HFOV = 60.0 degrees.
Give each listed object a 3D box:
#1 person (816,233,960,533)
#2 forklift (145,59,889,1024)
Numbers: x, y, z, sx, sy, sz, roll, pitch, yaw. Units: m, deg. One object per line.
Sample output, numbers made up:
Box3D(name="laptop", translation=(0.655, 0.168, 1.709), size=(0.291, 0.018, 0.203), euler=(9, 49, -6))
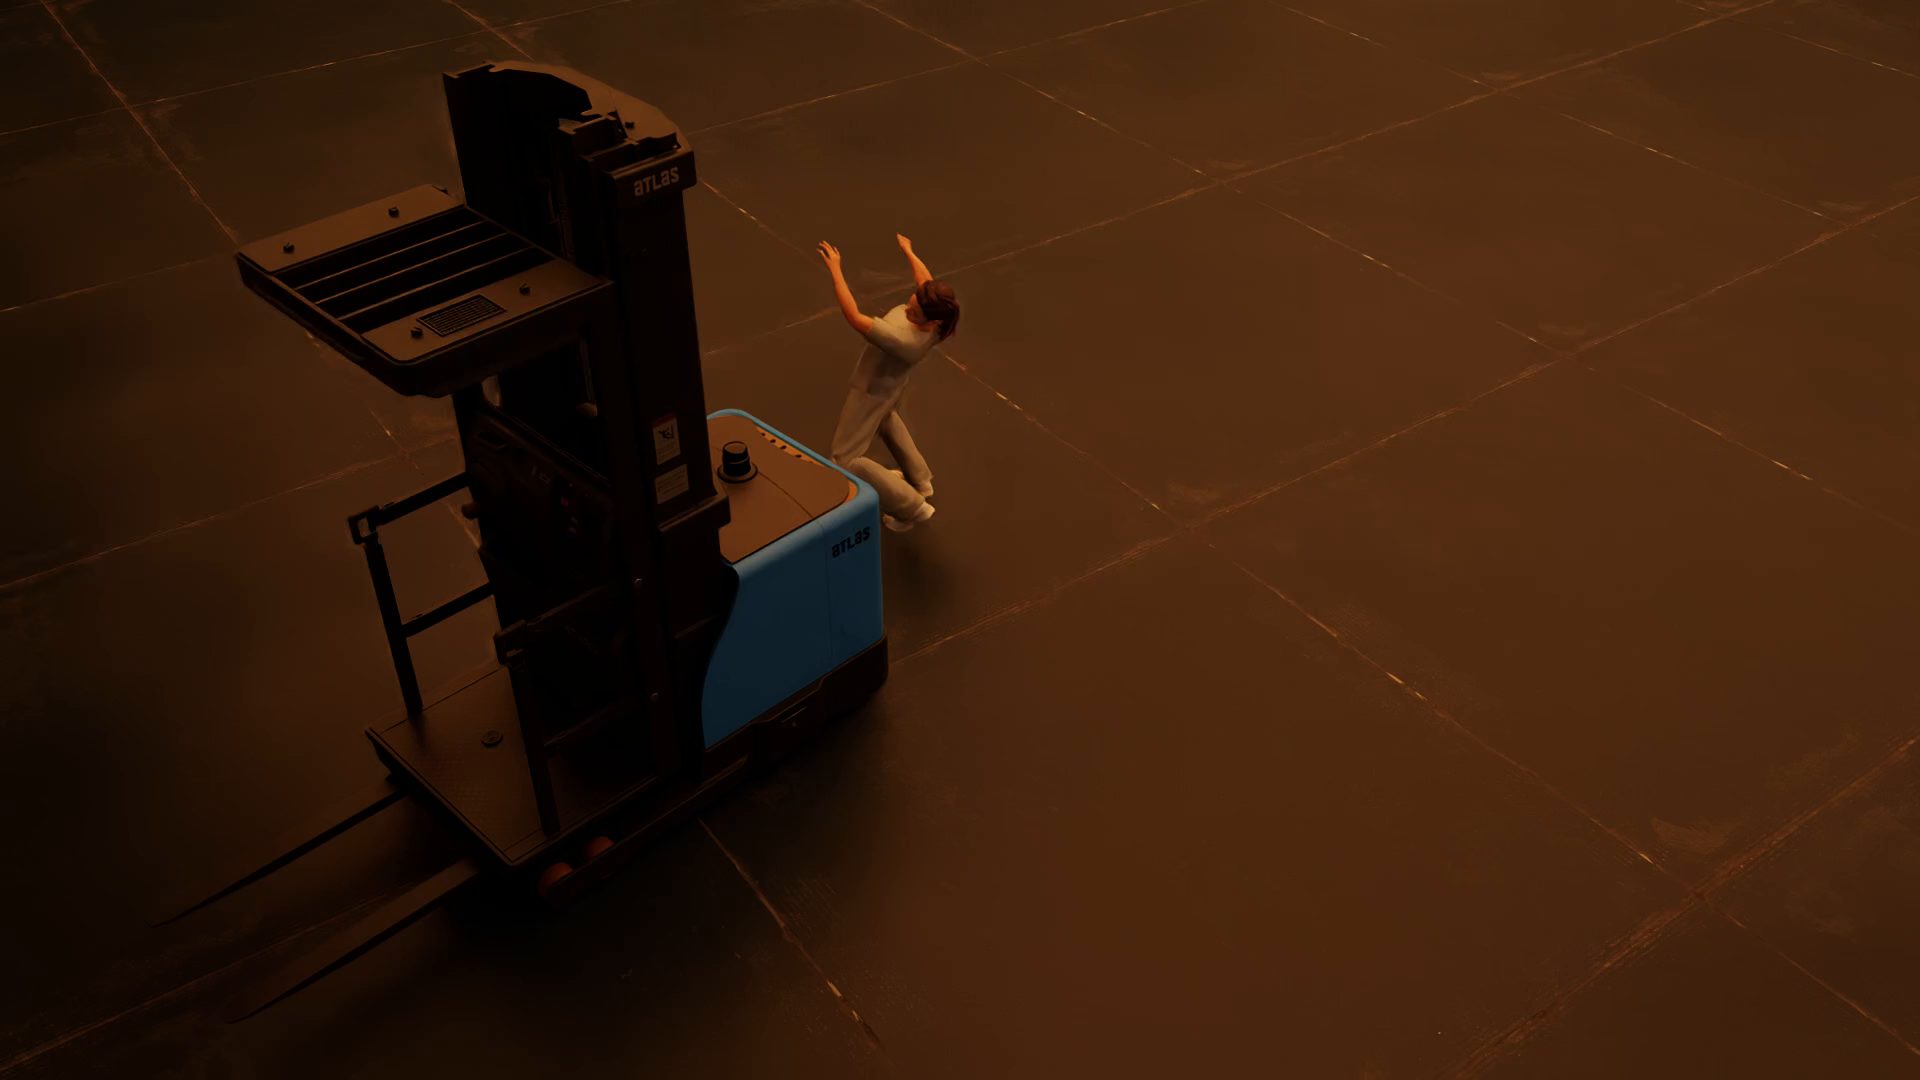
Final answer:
Box3D(name="person", translation=(-0.269, -0.858, 8.270), size=(0.662, 1.521, 0.987), euler=(10, 38, 13))
Box3D(name="forklift", translation=(-1.714, -0.102, 6.082), size=(1.130, 2.935, 3.031), euler=(30, 46, 34))
